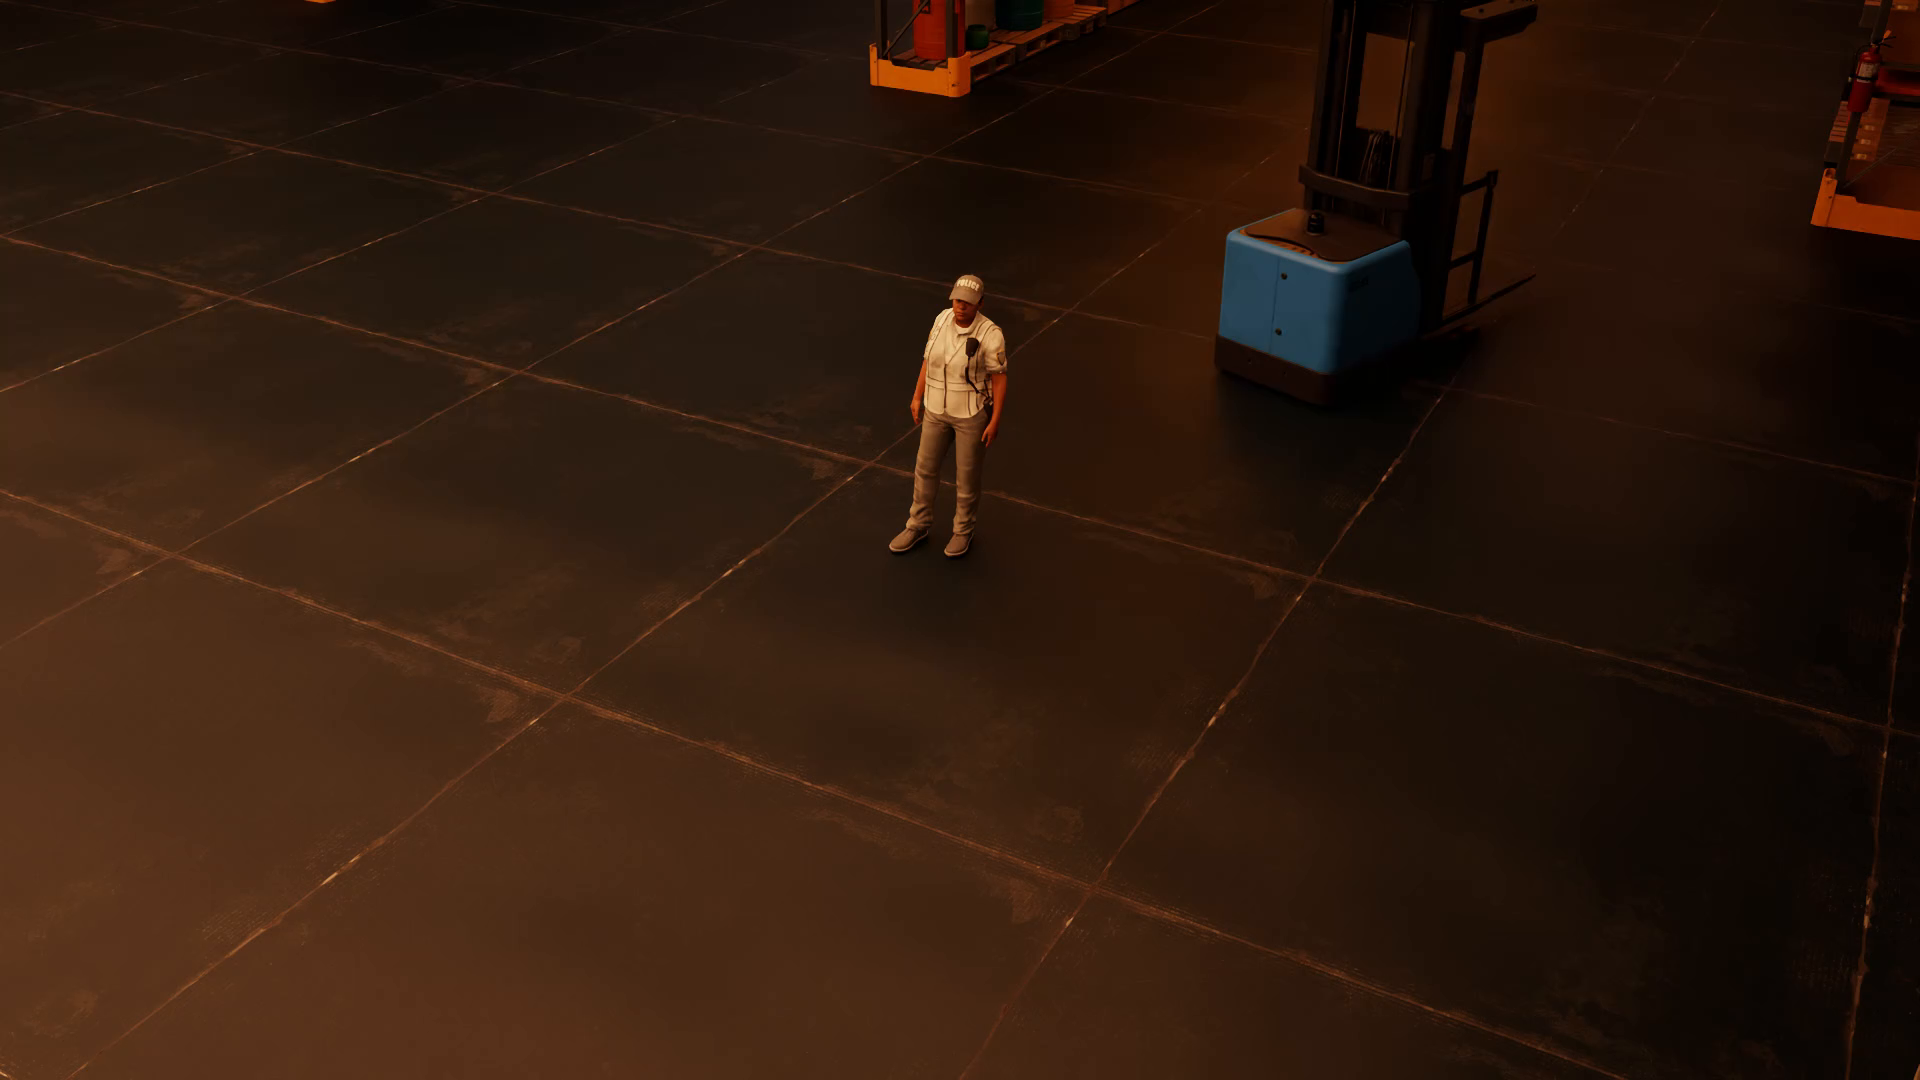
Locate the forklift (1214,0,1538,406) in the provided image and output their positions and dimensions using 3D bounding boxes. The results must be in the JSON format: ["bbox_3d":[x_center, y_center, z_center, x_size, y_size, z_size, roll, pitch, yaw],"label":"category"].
[{"bbox_3d":[3.265,-2.813,11.945,3.031,2.935,1.130,-25,38,-36],"label":"forklift"}]

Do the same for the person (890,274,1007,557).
[{"bbox_3d":[-0.057,-0.701,9.534,0.598,1.670,0.529,15,33,25],"label":"person"}]
